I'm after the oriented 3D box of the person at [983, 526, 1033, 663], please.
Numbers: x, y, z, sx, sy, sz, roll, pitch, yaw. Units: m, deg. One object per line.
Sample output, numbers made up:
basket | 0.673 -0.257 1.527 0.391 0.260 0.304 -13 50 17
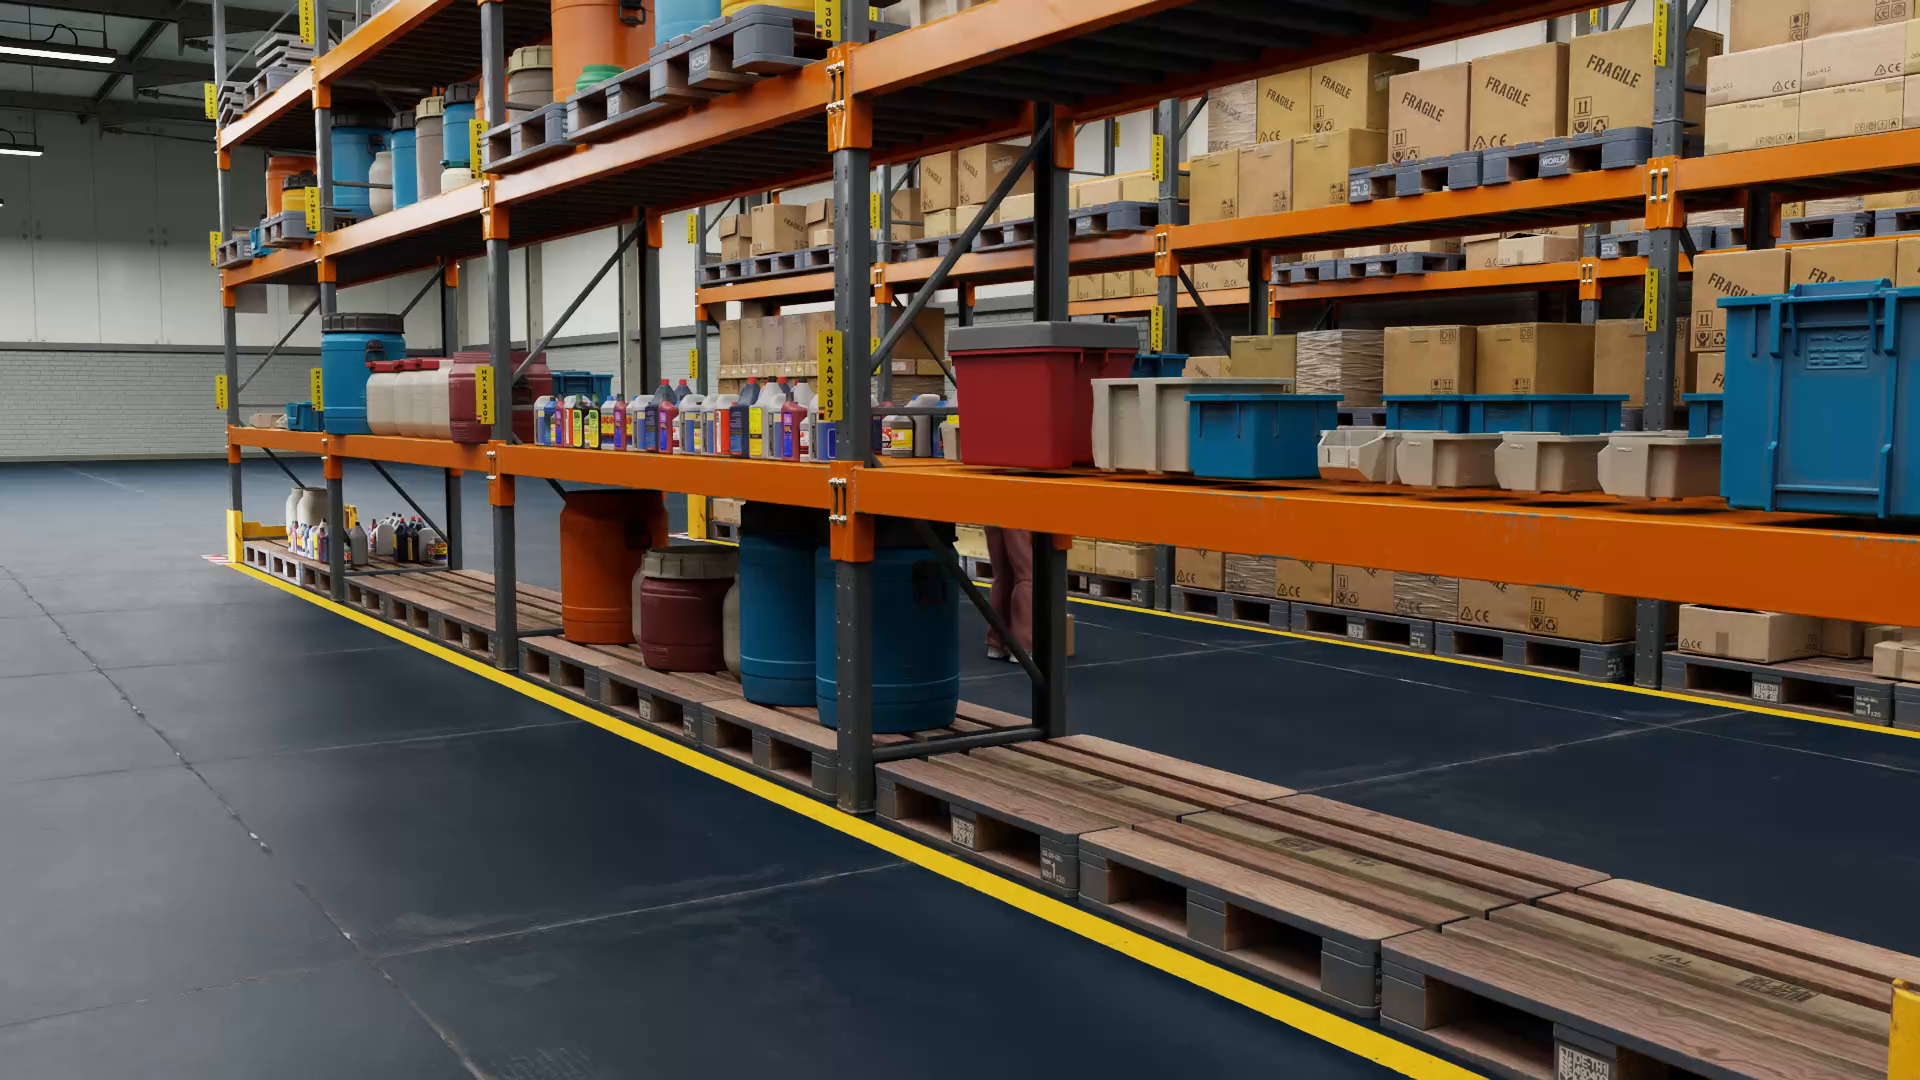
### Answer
person | 0.321 -0.117 9.965 0.363 1.671 0.516 -4 6 -37
